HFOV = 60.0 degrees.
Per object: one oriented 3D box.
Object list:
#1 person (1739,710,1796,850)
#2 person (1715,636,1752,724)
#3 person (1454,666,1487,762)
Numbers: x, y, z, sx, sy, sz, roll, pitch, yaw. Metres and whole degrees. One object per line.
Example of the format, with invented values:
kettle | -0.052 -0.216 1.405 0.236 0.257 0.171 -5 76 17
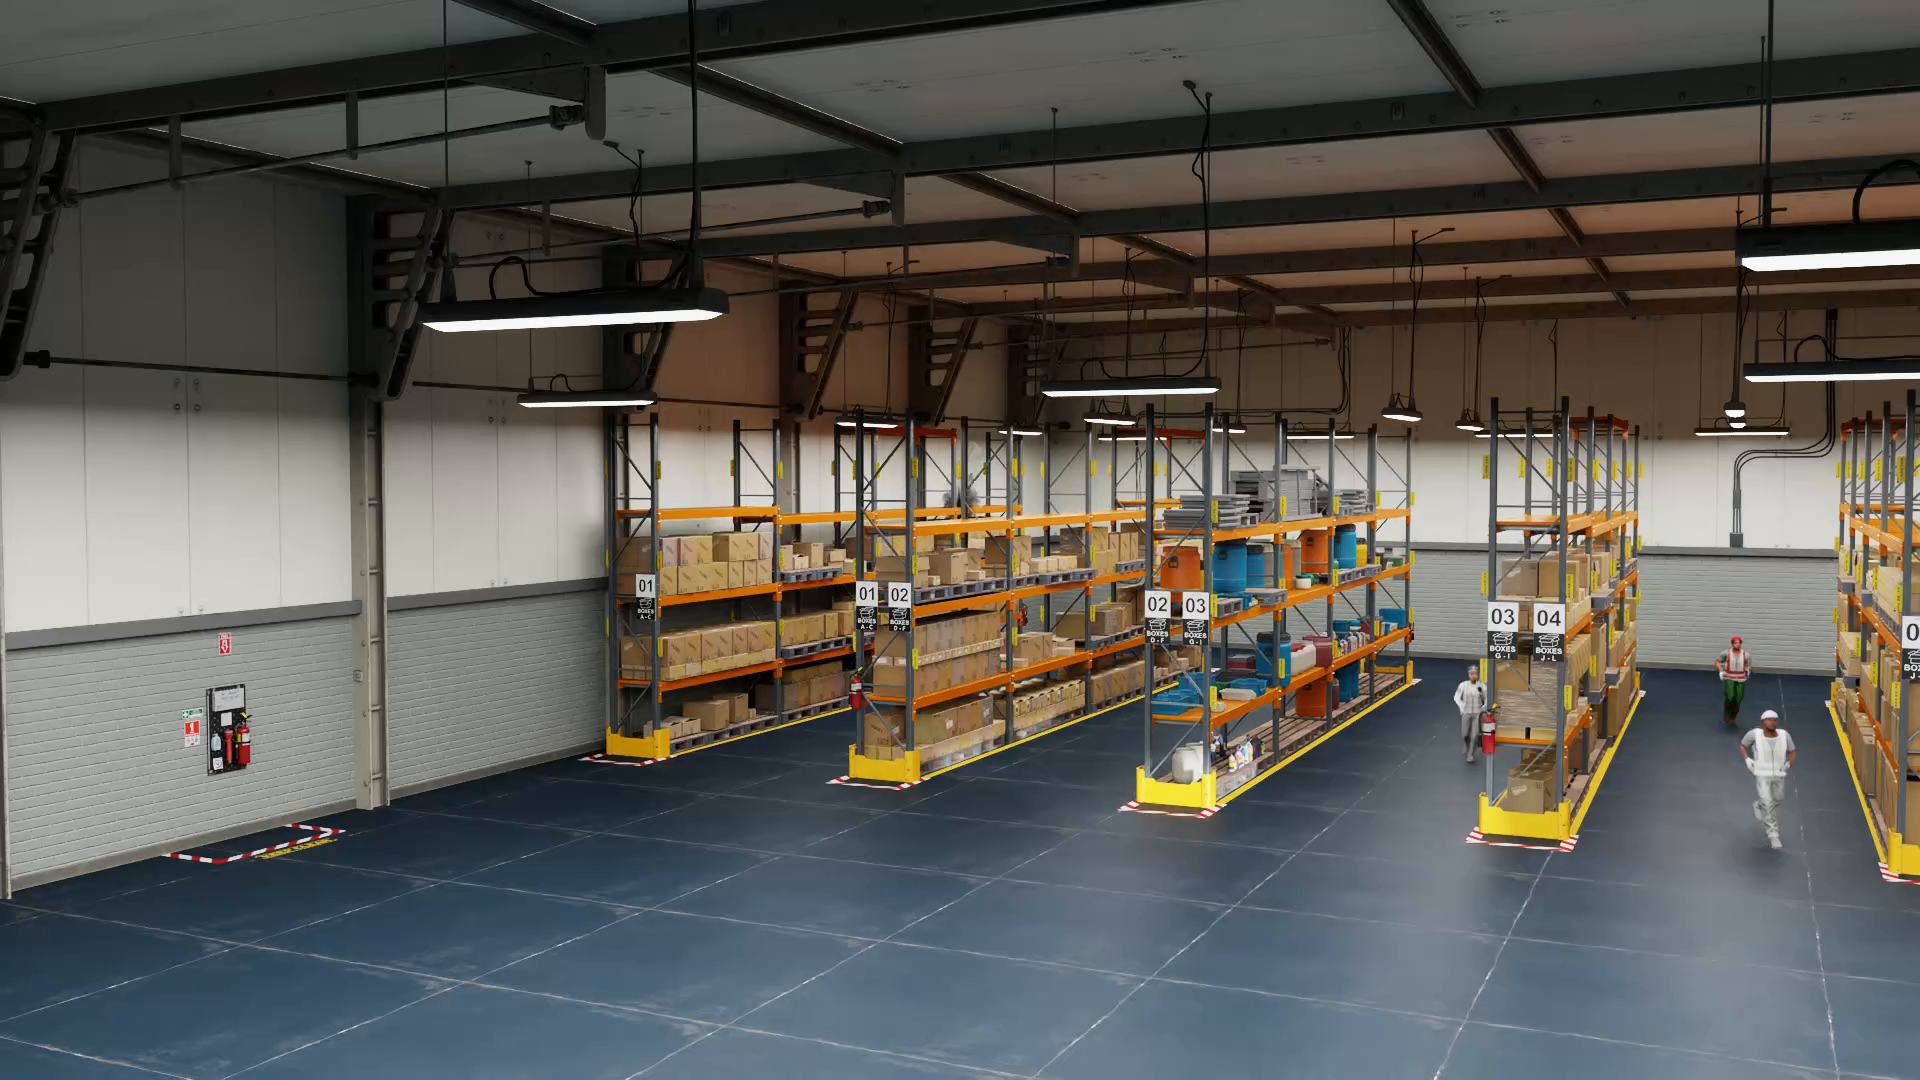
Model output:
person | 10.935 3.183 22.428 0.649 1.778 1.106 0 2 4
person | 15.136 2.745 32.472 0.633 1.740 0.620 1 2 13
person | 8.795 2.973 28.536 0.602 1.651 0.542 1 2 16
